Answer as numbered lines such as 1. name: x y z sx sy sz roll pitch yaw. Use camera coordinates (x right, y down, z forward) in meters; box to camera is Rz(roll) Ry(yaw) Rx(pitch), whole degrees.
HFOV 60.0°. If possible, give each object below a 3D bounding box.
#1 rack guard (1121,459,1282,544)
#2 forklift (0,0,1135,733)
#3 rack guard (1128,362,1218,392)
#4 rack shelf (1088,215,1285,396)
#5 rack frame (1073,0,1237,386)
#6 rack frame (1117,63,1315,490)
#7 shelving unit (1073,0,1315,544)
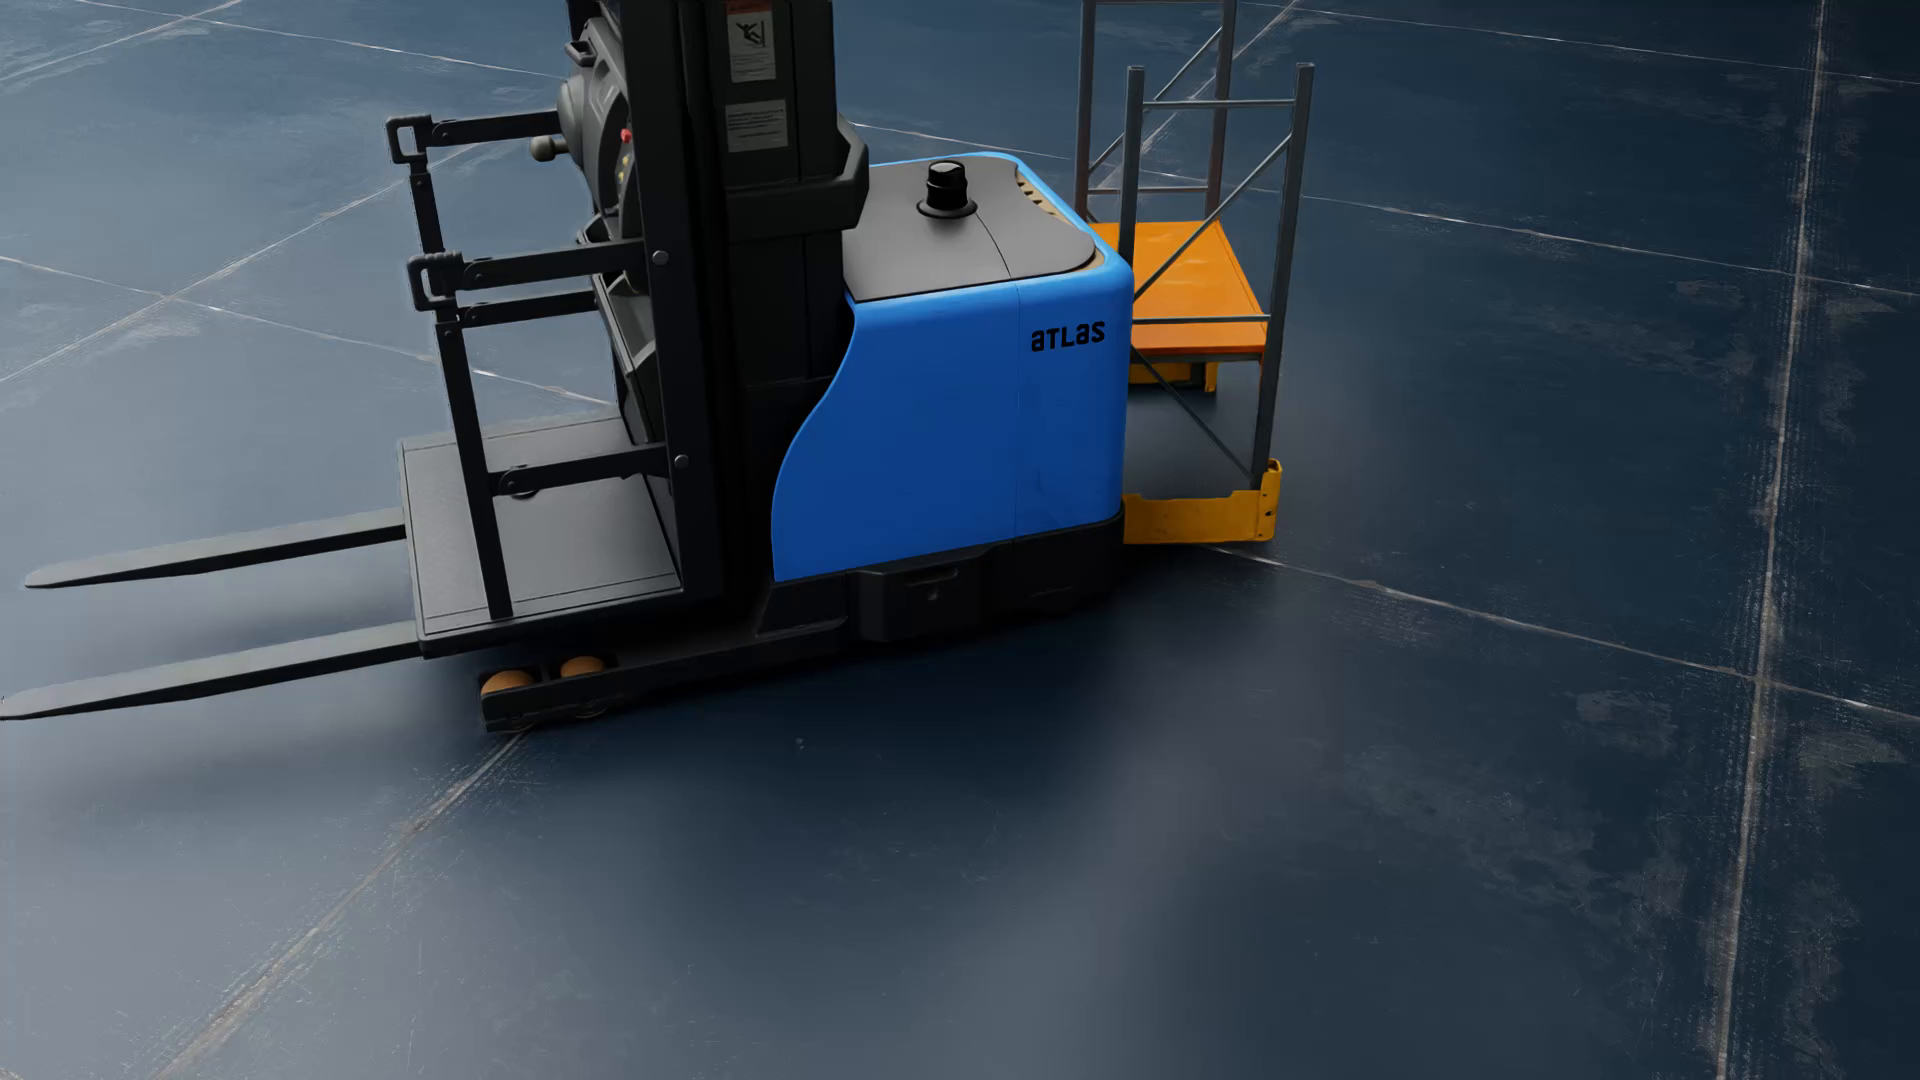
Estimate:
1. rack guard: 0.699 -0.118 5.202 0.587 0.250 0.087 -2 33 -3
2. forklift: -1.093 -1.035 4.155 3.031 2.935 1.130 -11 35 -16
3. rack guard: 0.643 -0.663 6.034 0.587 0.250 0.087 -2 33 -3
4. rack shelf: 0.670 -0.768 5.381 0.538 0.185 1.000 -2 33 -3
5. rack frame: 0.642 -1.197 5.707 0.500 1.500 0.032 -2 33 -3
6. rack frame: 0.699 -0.640 4.858 0.500 1.500 0.032 -2 33 -3
7. shelving unit: 0.671 -0.913 5.275 0.587 1.500 1.083 -2 33 -3
